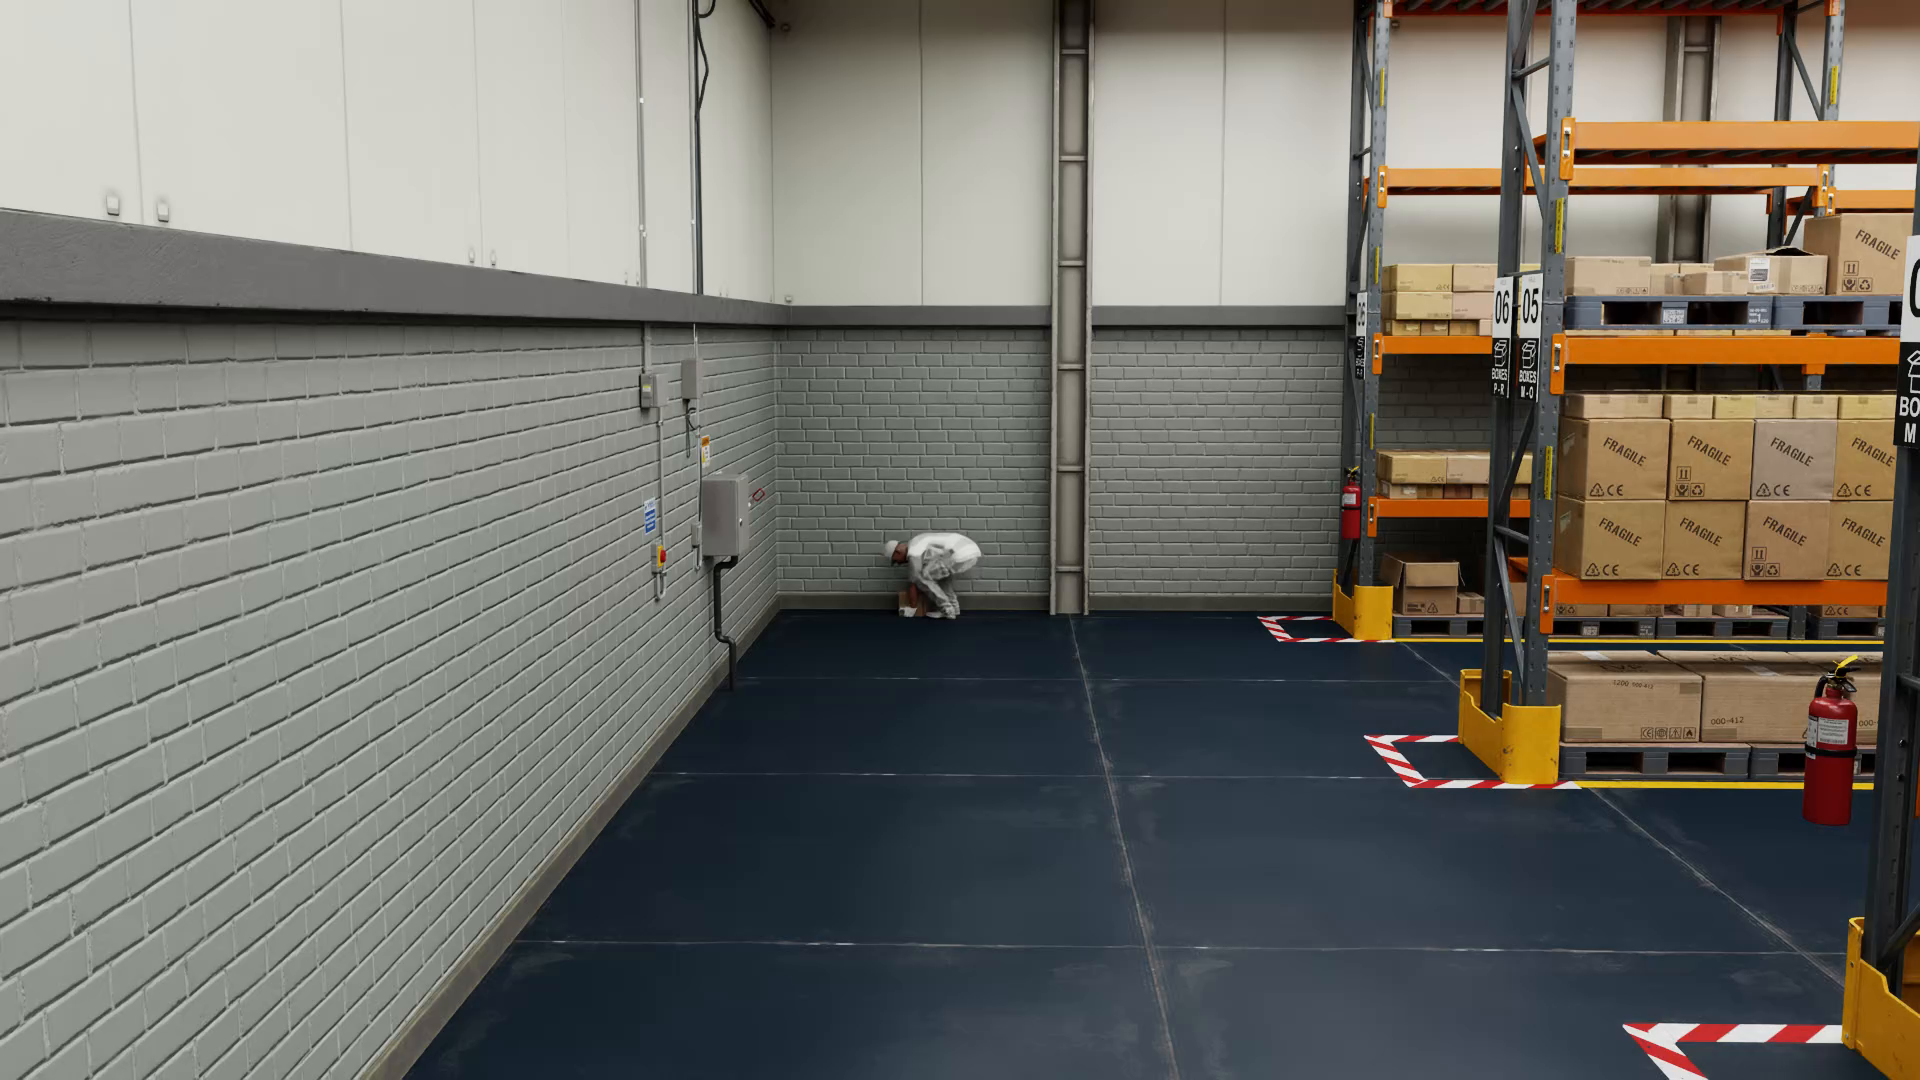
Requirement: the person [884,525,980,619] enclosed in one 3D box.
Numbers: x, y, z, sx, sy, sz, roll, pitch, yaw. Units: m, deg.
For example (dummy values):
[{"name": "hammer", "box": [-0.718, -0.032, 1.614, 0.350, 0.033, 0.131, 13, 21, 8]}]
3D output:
[{"name": "person", "box": [-0.296, 0.311, 16.700, 0.984, 0.928, 0.525, 2, 7, 18]}]
